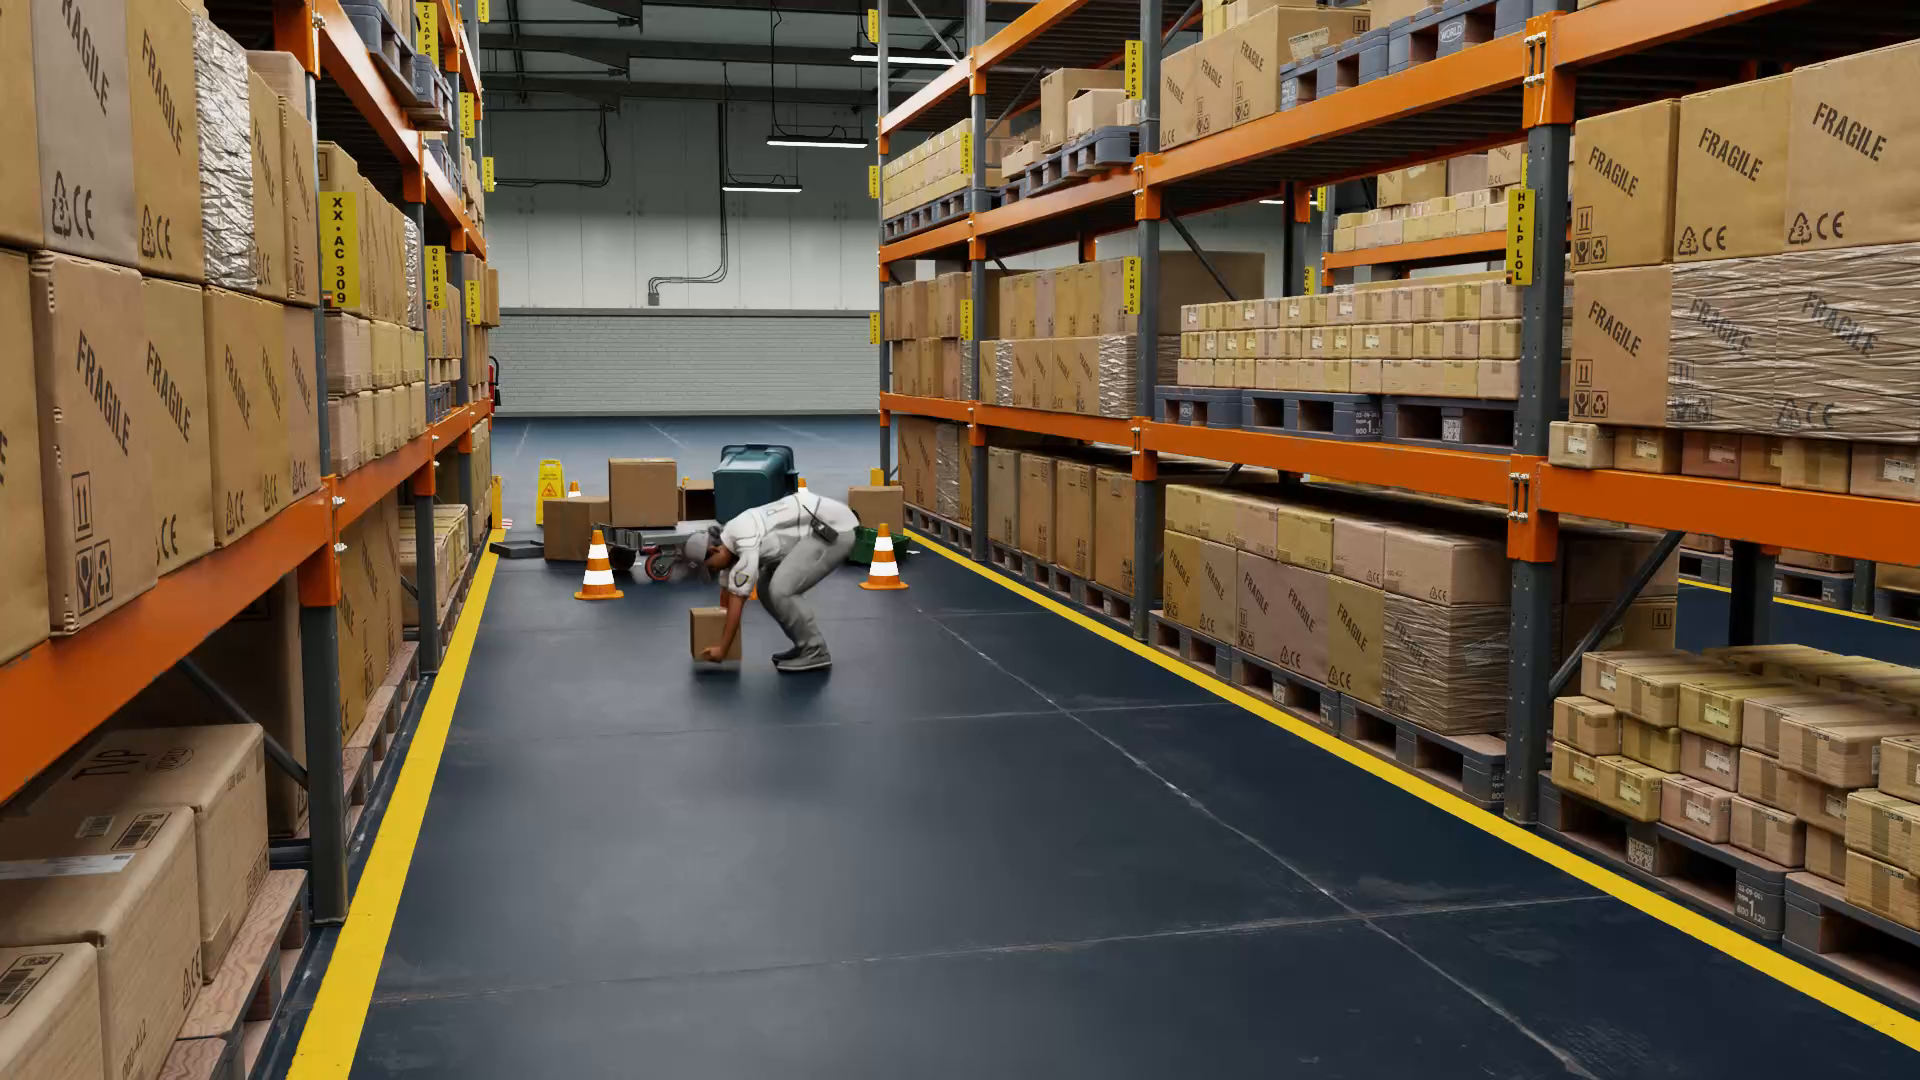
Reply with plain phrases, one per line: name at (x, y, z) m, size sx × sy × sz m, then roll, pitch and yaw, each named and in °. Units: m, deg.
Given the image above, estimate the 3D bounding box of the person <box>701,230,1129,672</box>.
person at (1.869, -4.636, 30.146) m, size 18.753 × 6.004 × 40.149 m, roll -2°, pitch 7°, yaw -16°
